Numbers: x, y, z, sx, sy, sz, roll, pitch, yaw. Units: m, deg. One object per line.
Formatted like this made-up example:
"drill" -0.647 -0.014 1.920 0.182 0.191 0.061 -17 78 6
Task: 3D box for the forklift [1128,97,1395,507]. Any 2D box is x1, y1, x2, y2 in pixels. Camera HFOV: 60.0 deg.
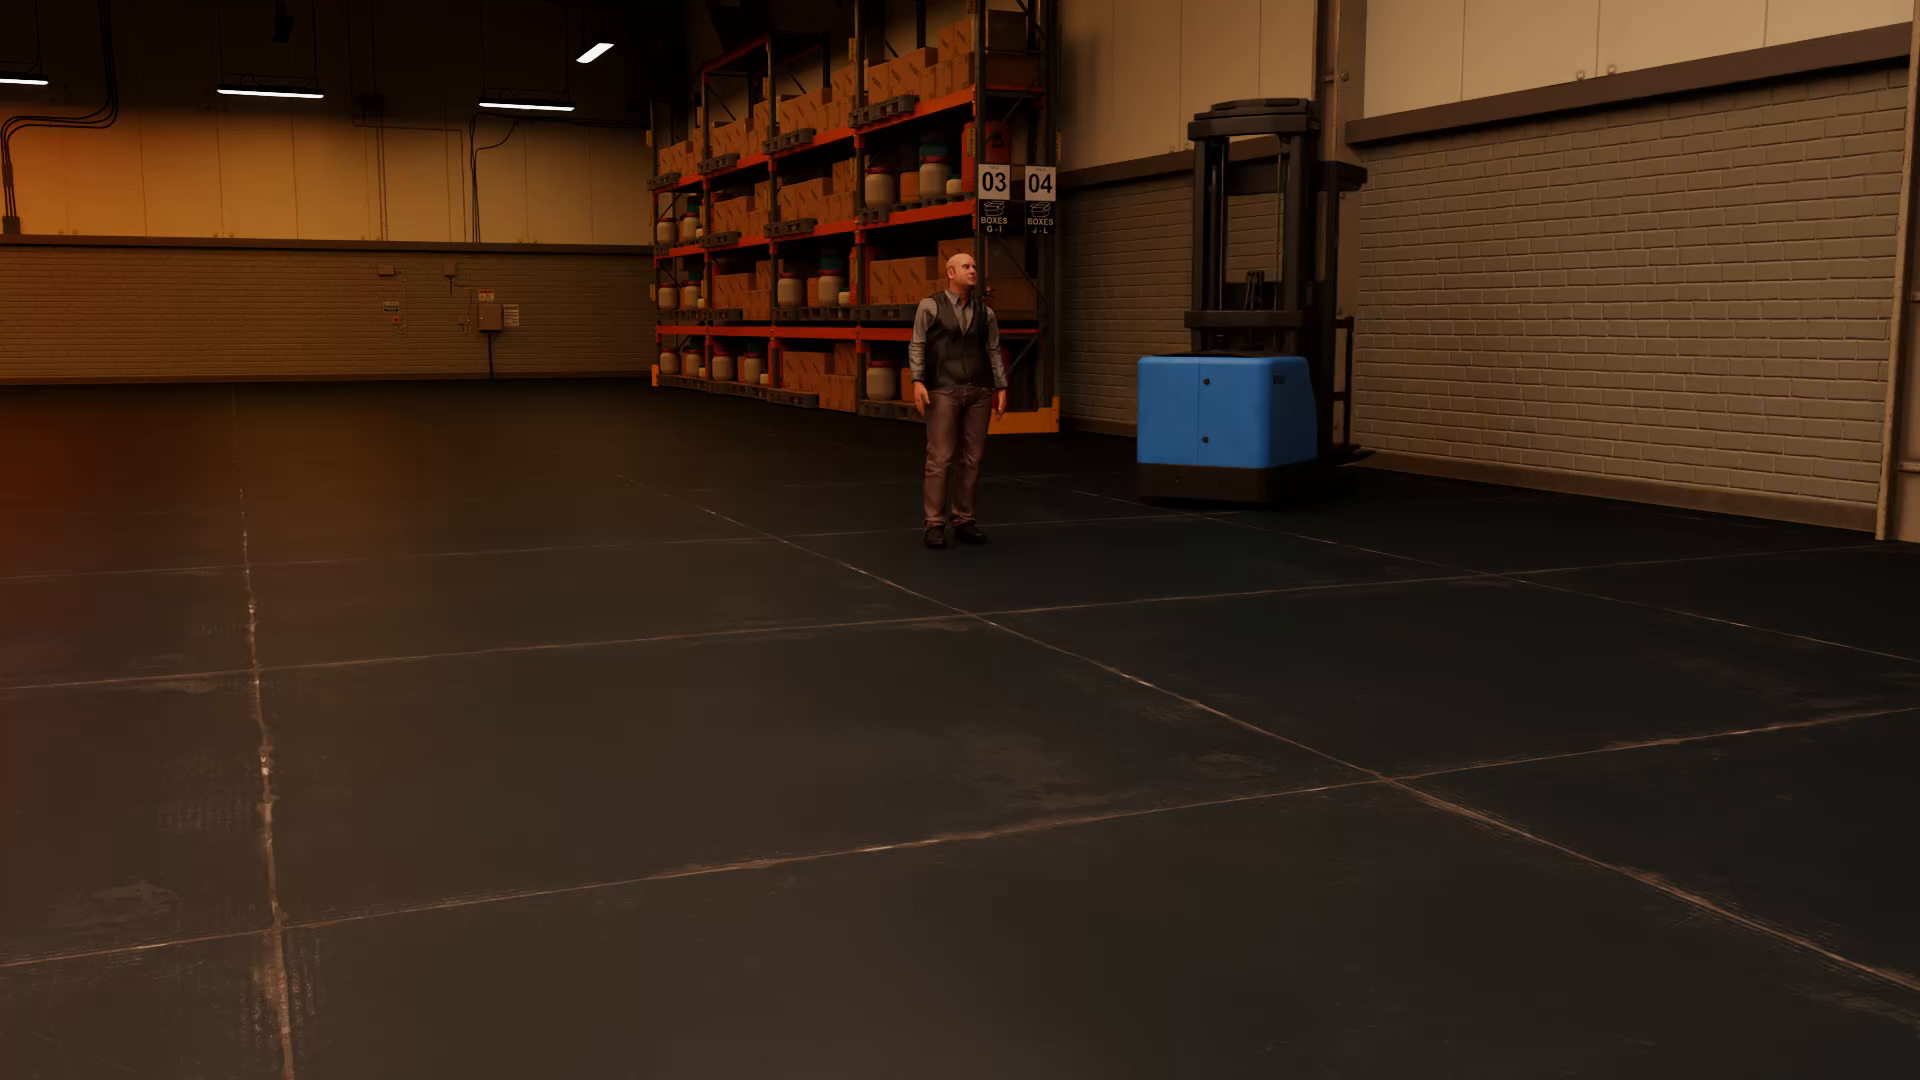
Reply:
"forklift" 2.511 -1.836 12.866 1.130 2.935 3.031 5 9 36

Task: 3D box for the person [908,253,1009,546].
"person" 0.017 -0.853 9.981 0.632 1.720 0.568 -3 8 -23
